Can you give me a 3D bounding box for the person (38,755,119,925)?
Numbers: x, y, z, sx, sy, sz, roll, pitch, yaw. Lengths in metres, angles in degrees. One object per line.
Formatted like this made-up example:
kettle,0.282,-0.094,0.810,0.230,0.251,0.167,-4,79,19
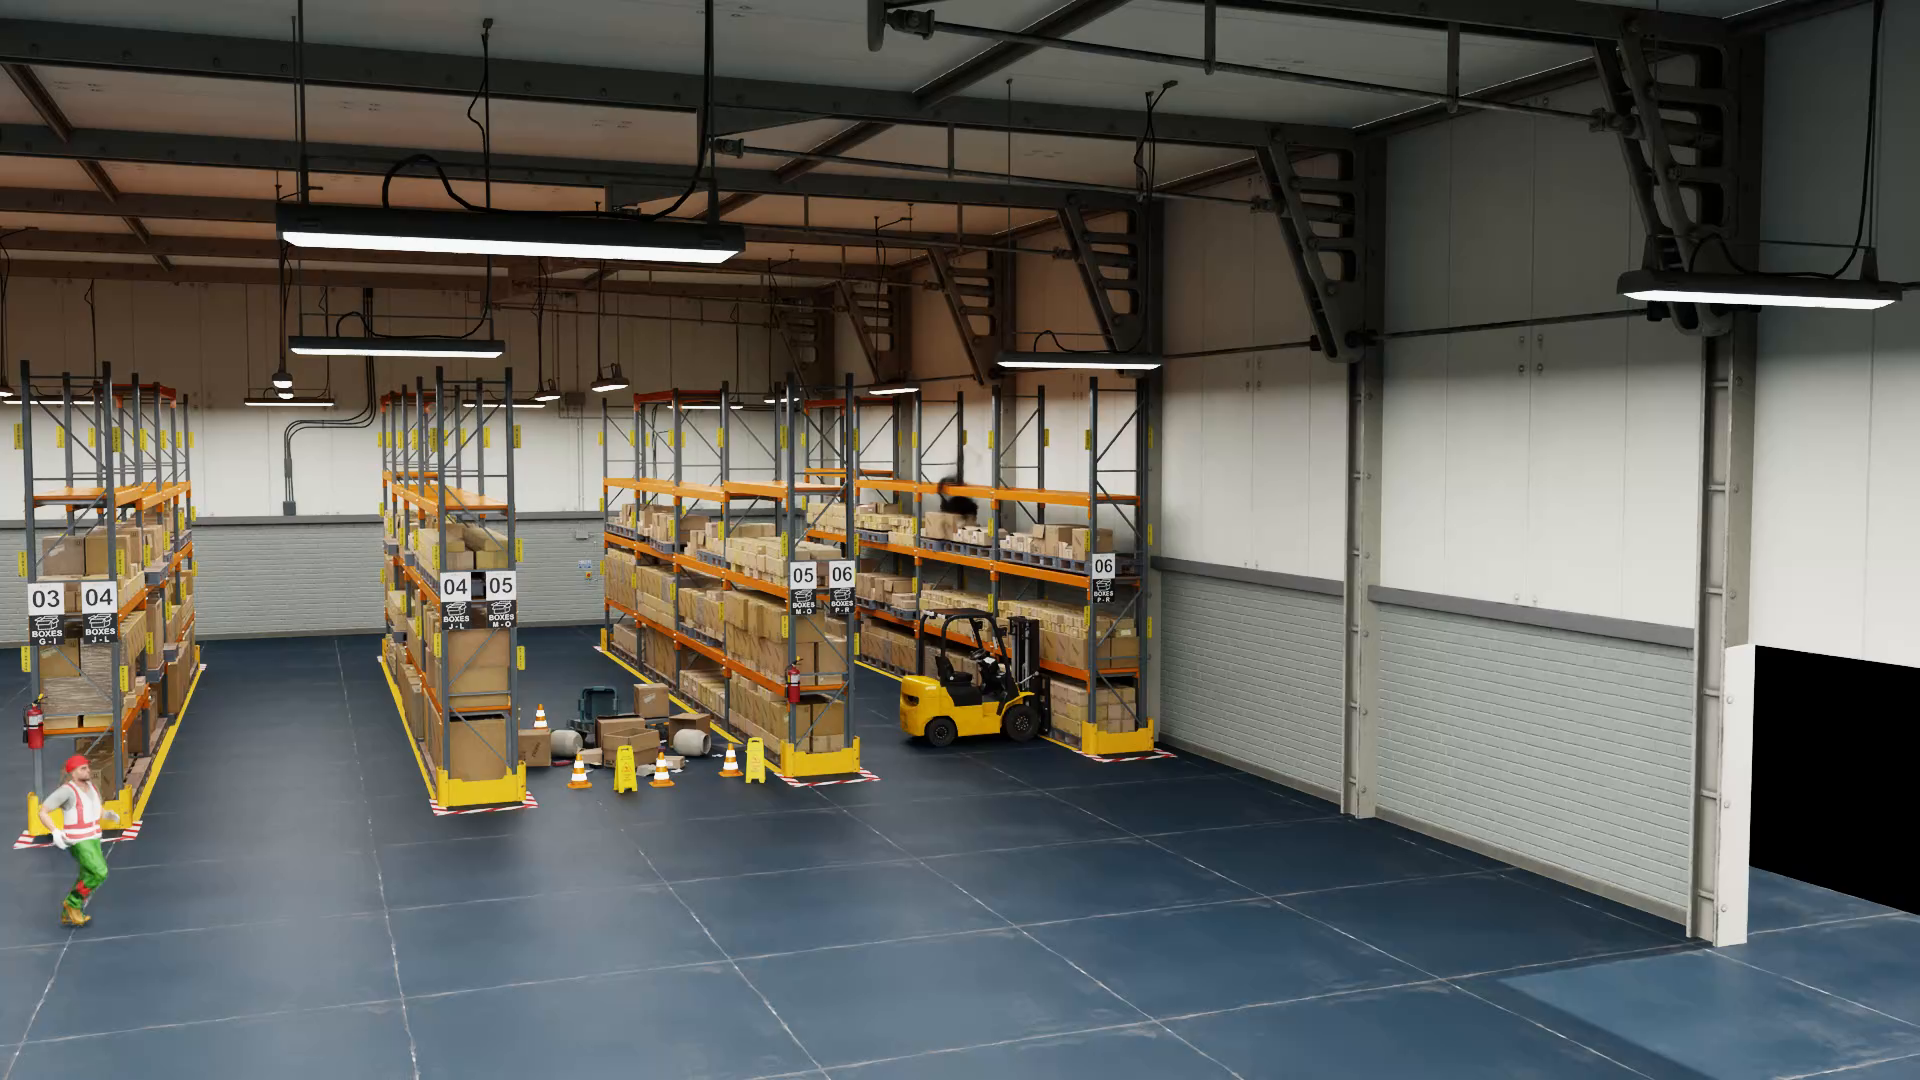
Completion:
person,-8.970,3.079,17.084,0.640,1.742,0.651,0,3,6
